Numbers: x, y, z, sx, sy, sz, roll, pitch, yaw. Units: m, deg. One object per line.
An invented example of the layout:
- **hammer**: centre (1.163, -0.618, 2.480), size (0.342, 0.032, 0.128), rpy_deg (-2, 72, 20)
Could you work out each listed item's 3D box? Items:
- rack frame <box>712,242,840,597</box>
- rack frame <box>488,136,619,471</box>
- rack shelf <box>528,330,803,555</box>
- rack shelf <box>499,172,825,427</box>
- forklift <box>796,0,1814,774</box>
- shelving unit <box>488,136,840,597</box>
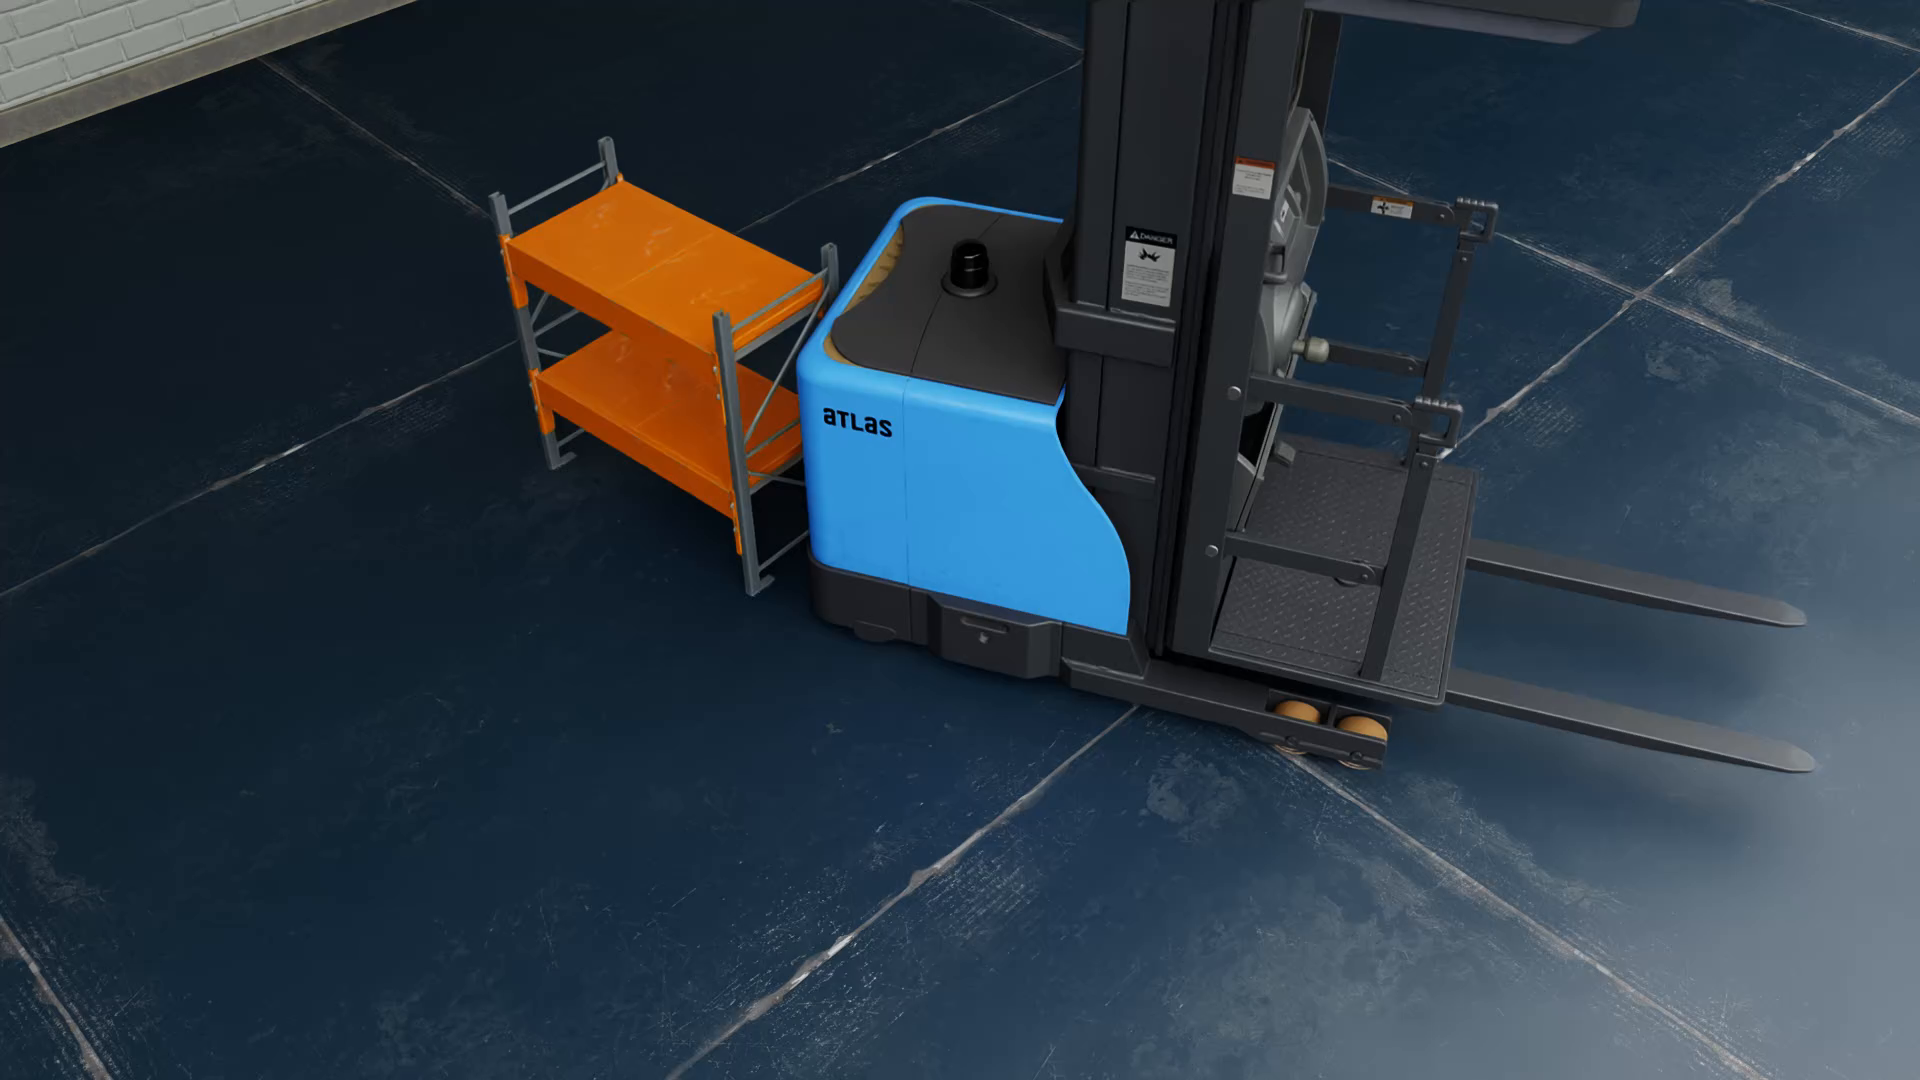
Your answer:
- **rack frame**: centre (-0.545, -0.359, 5.310), size (0.032, 1.125, 0.500), rpy_deg (29, 50, 28)
- **rack frame**: centre (-1.327, -0.801, 5.788), size (0.032, 1.125, 0.500), rpy_deg (29, 50, 28)
- **rack shelf**: centre (-0.936, -0.400, 5.715), size (1.000, 0.278, 0.538), rpy_deg (29, 50, 28)
- **rack shelf**: centre (-0.936, -0.795, 5.350), size (1.000, 0.278, 0.538), rpy_deg (29, 50, 28)
- **forklift**: centre (1.088, -0.794, 4.449), size (3.031, 2.935, 1.130), rpy_deg (13, 44, 13)
- **shelving unit**: centre (-0.936, -0.580, 5.549), size (1.048, 1.125, 0.538), rpy_deg (29, 50, 28)
